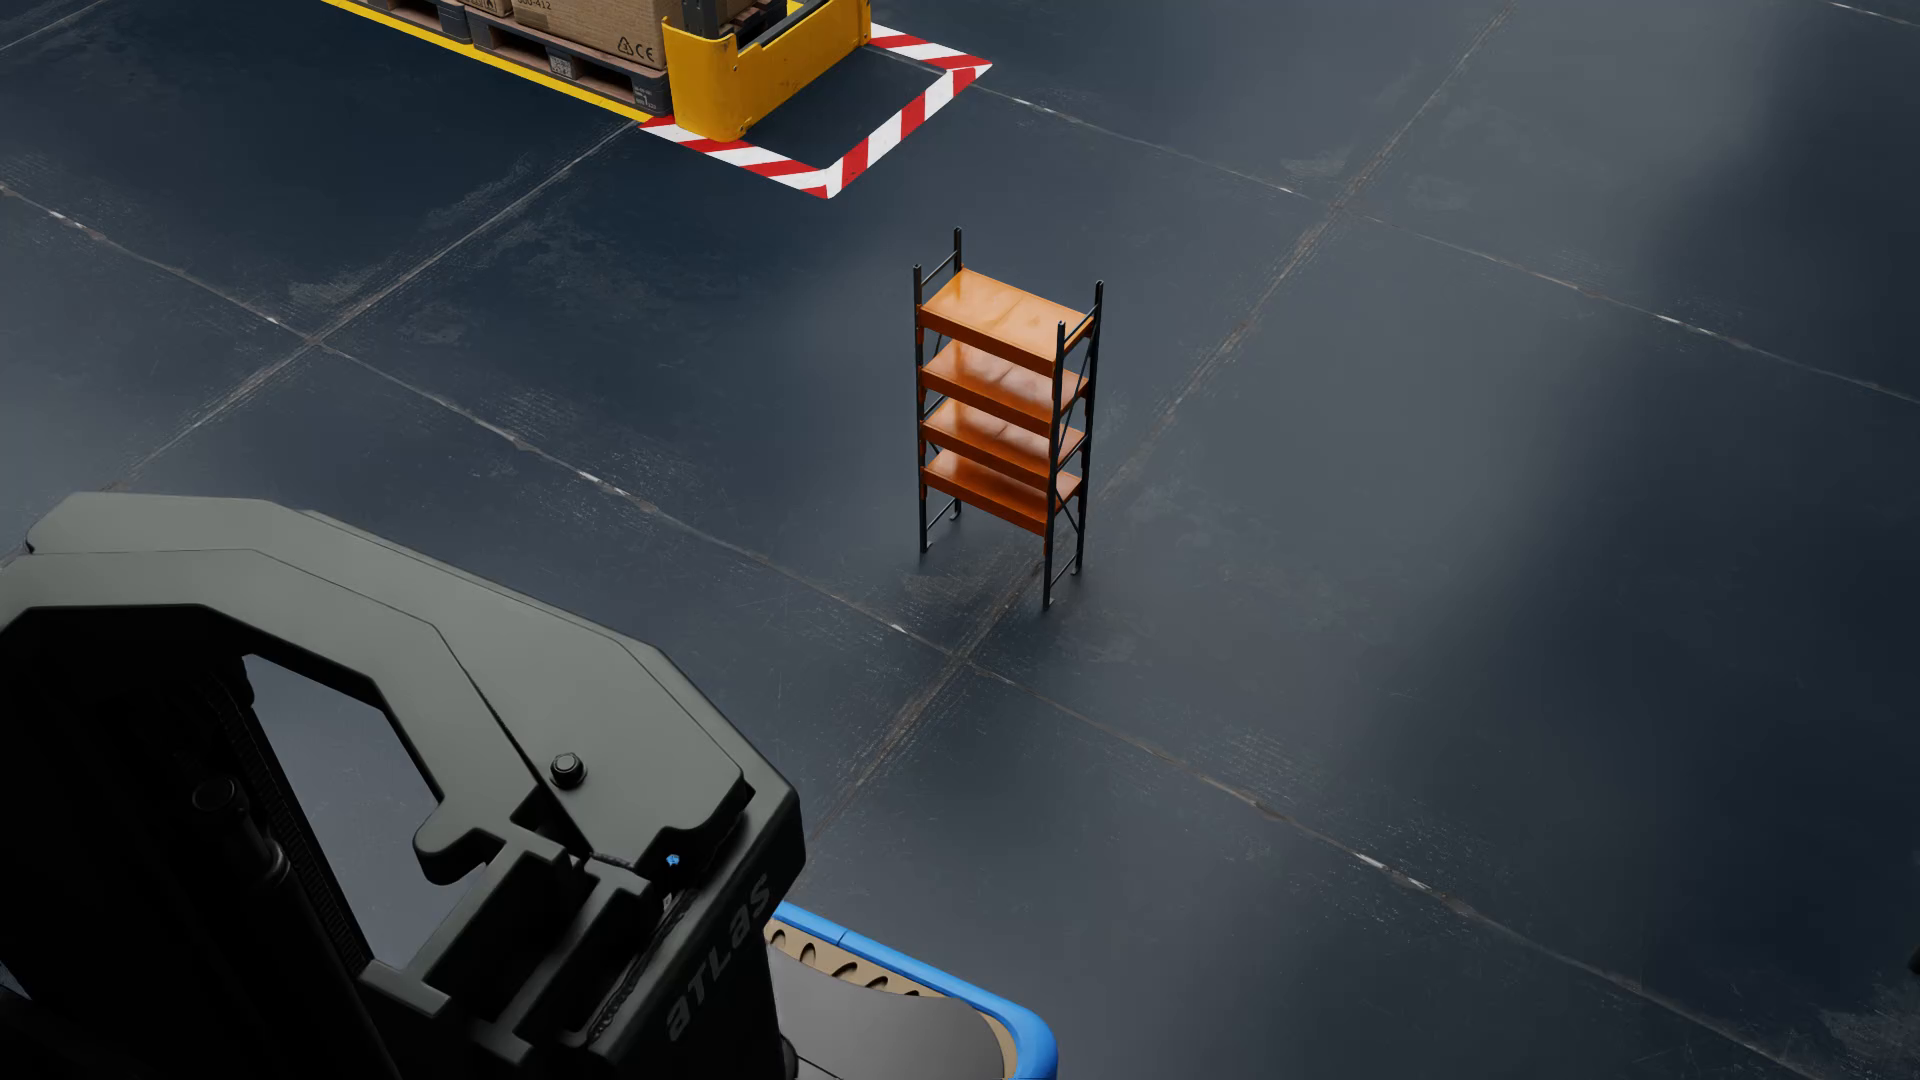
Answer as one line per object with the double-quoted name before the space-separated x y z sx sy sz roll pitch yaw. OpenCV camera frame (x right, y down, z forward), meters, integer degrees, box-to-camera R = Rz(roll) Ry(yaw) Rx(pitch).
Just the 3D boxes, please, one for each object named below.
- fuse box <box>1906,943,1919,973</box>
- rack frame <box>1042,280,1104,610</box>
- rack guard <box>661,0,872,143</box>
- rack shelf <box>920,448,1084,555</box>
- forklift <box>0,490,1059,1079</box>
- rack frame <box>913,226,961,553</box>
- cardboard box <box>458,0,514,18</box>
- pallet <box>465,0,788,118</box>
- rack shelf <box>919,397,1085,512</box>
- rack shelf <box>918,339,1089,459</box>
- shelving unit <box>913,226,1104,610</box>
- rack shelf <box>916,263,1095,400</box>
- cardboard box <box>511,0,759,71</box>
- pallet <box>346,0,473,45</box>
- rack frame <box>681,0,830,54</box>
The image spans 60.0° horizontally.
"fuse box" 2.615 0.586 3.987 0.414 1.711 0.539 25 51 22
"rack frame" 0.345 -0.260 5.166 0.015 1.200 0.240 25 51 22
"rack guard" -0.867 -2.363 7.698 0.348 0.500 1.175 25 51 22
"rack shelf" 0.139 -0.169 5.448 0.480 0.148 0.258 25 51 22
"forklift" -0.893 1.490 2.259 1.130 2.935 3.031 20 49 18
"rack frame" -0.066 -0.449 5.349 0.015 1.200 0.240 25 51 22
"cardboard box" -2.272 -3.041 8.108 0.875 0.438 0.875 26 51 23
"pallet" -1.603 -2.534 8.065 1.213 0.211 1.003 25 51 22
"rack shelf" 0.139 -0.307 5.306 0.480 0.148 0.258 25 51 22
"rack shelf" 0.139 -0.463 5.145 0.480 0.148 0.258 25 51 22
"shelving unit" 0.139 -0.354 5.257 0.503 1.200 0.258 25 51 22
"rack shelf" 0.139 -0.628 4.976 0.480 0.148 0.258 25 51 22
"cardboard box" -1.497 -2.692 7.768 0.875 0.438 0.875 23 50 21
"pallet" -2.626 -3.007 8.525 1.213 0.211 1.003 25 51 22
"rack frame" -0.888 -3.244 6.810 0.127 3.000 1.000 25 51 22
